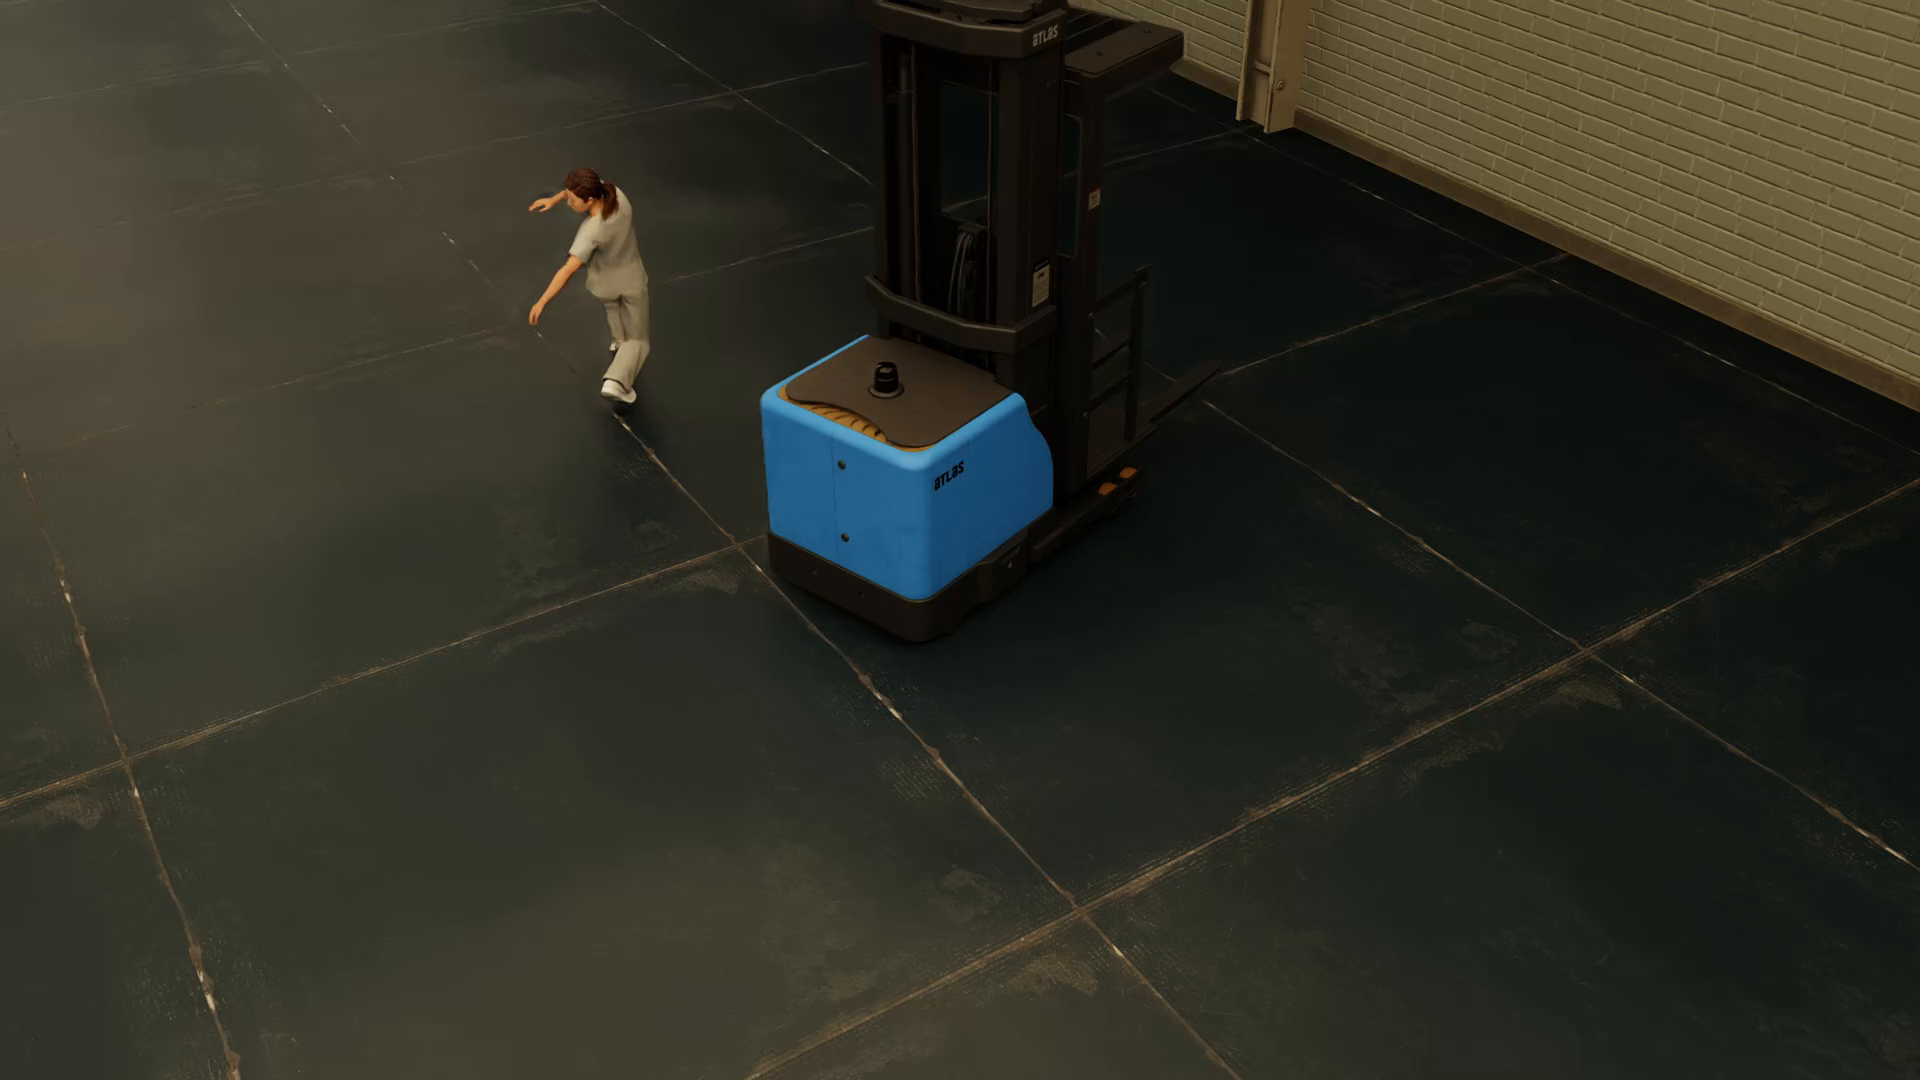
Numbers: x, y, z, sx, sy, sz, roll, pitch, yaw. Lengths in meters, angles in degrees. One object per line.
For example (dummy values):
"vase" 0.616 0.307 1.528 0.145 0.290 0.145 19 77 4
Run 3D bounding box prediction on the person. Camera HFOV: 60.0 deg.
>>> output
"person" -2.175 -1.501 9.643 0.737 1.416 0.963 -12 37 -17

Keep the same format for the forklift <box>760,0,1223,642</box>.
"forklift" 0.348 -1.501 8.283 1.130 2.935 3.031 25 42 31
